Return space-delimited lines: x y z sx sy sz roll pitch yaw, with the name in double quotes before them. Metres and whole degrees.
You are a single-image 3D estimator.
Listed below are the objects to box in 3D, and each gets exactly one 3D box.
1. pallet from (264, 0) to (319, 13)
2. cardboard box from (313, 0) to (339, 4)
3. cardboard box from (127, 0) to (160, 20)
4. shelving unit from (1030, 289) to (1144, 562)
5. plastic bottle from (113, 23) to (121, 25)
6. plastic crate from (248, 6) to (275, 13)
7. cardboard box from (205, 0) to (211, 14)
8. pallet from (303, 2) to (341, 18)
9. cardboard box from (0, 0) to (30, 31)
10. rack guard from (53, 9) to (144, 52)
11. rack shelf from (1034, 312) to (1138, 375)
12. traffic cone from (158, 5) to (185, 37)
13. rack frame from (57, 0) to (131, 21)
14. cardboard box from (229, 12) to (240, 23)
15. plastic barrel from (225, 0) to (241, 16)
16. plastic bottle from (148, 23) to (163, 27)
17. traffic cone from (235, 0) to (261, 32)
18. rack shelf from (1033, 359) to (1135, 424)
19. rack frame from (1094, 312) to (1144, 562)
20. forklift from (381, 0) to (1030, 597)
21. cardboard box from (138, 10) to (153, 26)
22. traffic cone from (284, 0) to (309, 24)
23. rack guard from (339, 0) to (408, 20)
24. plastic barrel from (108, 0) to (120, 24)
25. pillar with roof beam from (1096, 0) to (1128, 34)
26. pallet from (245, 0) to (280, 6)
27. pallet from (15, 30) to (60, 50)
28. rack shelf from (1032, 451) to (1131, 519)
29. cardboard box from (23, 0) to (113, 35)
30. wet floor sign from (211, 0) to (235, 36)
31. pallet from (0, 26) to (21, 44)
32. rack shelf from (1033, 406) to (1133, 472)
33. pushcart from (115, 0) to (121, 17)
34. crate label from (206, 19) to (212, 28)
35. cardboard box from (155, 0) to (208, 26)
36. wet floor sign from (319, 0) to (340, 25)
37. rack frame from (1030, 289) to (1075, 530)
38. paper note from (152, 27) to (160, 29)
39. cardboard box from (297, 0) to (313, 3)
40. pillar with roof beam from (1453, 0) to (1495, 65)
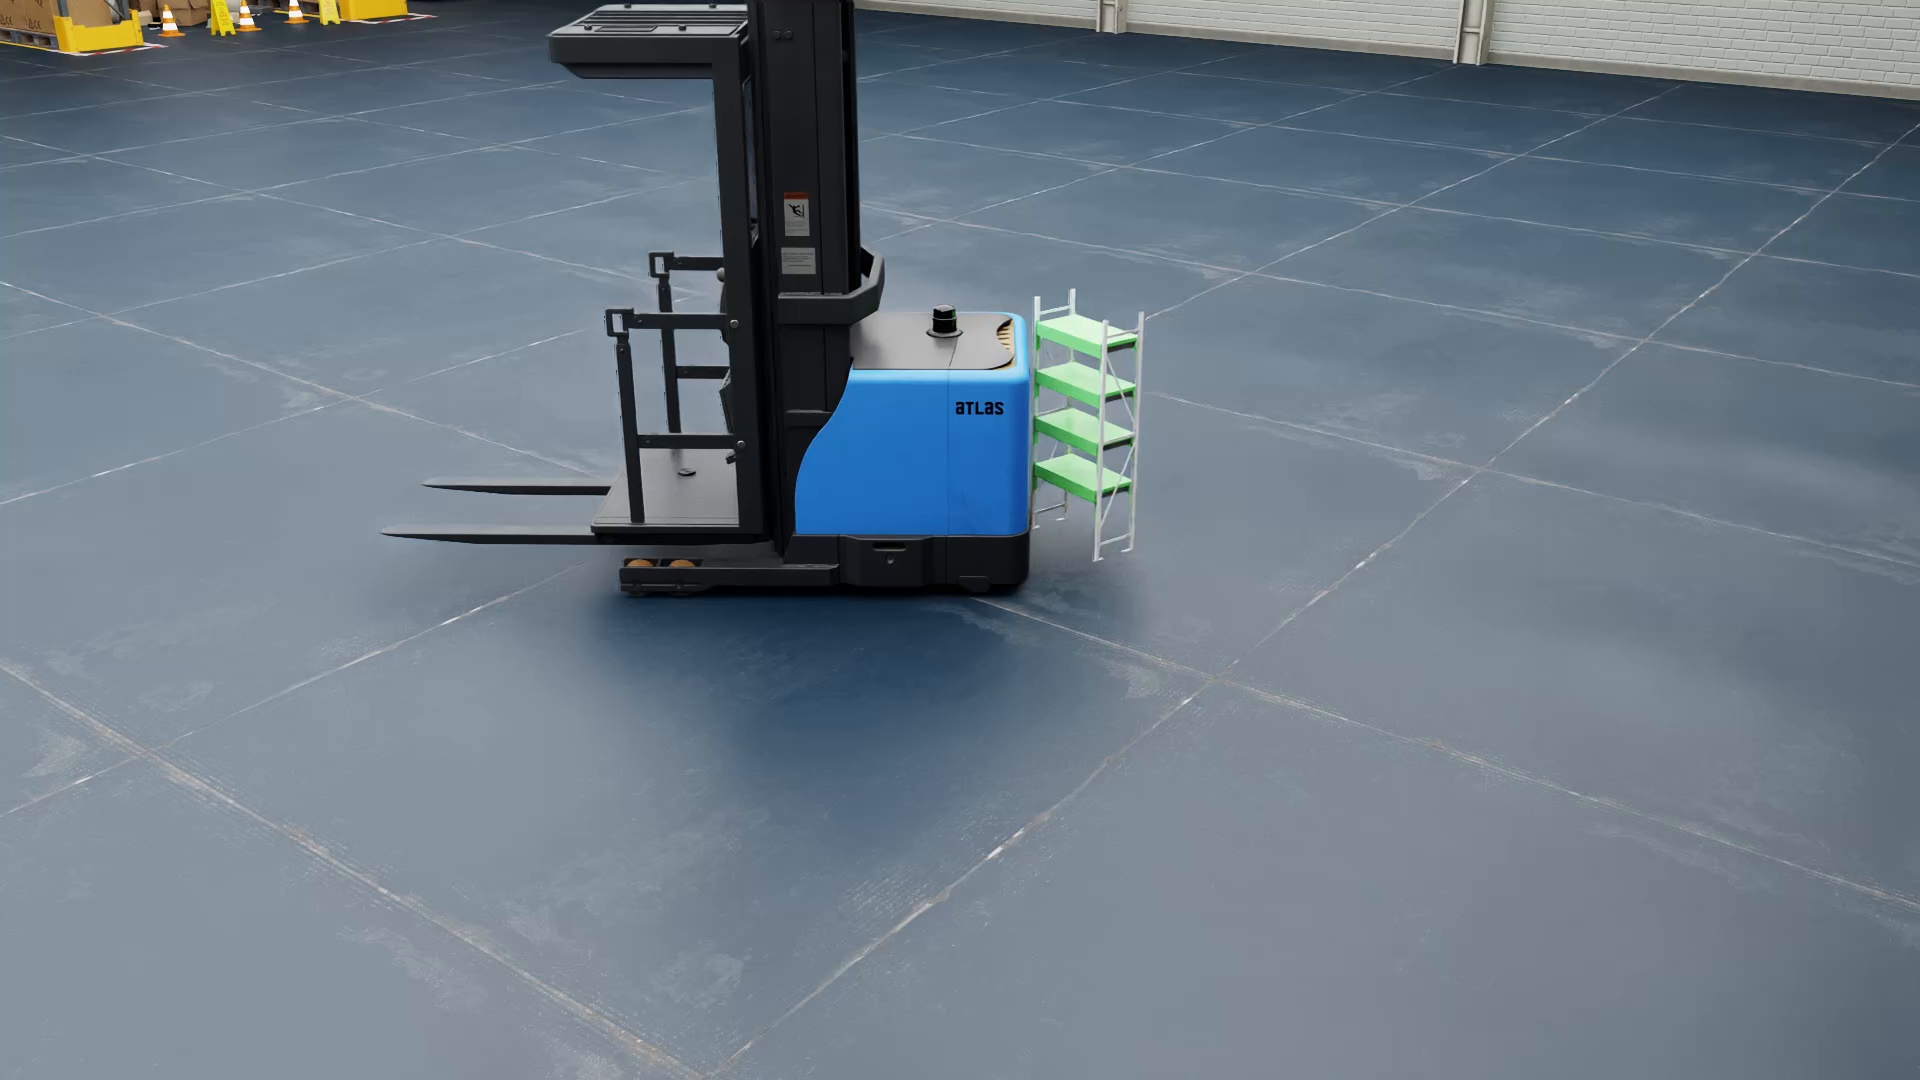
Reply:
"pallet" -11.766 -9.695 29.993 1.213 0.211 1.003 17 29 33
"cardboard box" -10.932 -9.498 28.977 0.500 0.250 0.500 17 29 33
"cardboard box" -13.782 -9.201 28.341 0.503 0.637 0.797 17 29 33
"shelving unit" 0.601 -0.552 8.014 0.258 1.200 0.503 -17 29 -33
"plastic bottle" -13.899 -8.475 27.409 0.133 0.061 0.283 7 25 15
"plastic crate" -12.541 -9.437 29.569 0.583 0.080 0.402 7 25 15
"cardboard box" -13.264 -9.577 29.362 0.500 0.500 0.500 -5 24 -12
"pallet" -10.794 -9.400 29.323 1.213 0.211 1.003 17 29 33
"cardboard box" -14.280 -8.403 25.716 0.875 0.875 0.875 16 29 32
"rack guard" -12.973 -7.679 25.058 0.348 0.500 1.175 17 29 33
"rack shelf" 0.601 -0.932 7.846 0.258 0.148 0.480 -17 29 -33
"traffic cone" -12.566 -8.254 26.410 0.334 0.463 0.336 17 29 33
"rack frame" -12.993 -8.829 24.567 0.127 3.000 1.000 17 29 33
"cardboard box" -12.364 -8.811 28.062 0.380 0.149 0.250 -10 26 -21
"plastic barrel" -12.665 -9.282 28.792 0.512 0.421 0.421 -5 24 -12
"plastic bottle" -13.344 -8.528 27.530 0.283 0.061 0.133 7 25 15
"traffic cone" -11.616 -8.537 27.051 0.334 0.463 0.336 17 29 33
"rack shelf" 0.601 -0.713 7.943 0.258 0.148 0.480 -17 29 -33
"rack frame" 0.747 -0.473 7.835 0.240 1.200 0.015 -17 29 -33
"forklift" -1.188 -1.293 7.549 3.031 2.935 1.130 0 24 1
"cardboard box" -13.713 -8.723 27.719 0.396 0.266 0.258 -21 31 -39
"traffic cone" -11.222 -8.977 28.050 0.334 0.463 0.336 17 29 33
"rack guard" -10.166 -9.325 28.793 0.348 0.500 1.175 17 29 33
"plastic barrel" -14.366 -8.838 27.783 0.512 0.421 0.421 -5 24 -12
"pillar with roof beam" -0.127 -10.966 21.978 0.400 9.000 9.100 17 29 33
"pallet" -12.747 -9.990 30.662 1.213 0.211 1.003 17 29 33
"pallet" -13.679 -7.721 25.511 1.213 0.211 1.003 17 29 33
"rack shelf" 0.601 -0.274 8.137 0.258 0.148 0.480 -17 29 -33
"cardboard box" -13.575 -8.191 25.235 0.875 0.875 0.875 17 29 34
"wet floor sign" -11.782 -8.383 26.476 0.232 0.644 0.267 12 26 24
"pallet" -14.651 -8.016 26.181 1.213 0.211 1.003 17 29 33
"rack shelf" 0.601 -0.493 8.040 0.258 0.148 0.480 -17 29 -33
"pushcart" -14.633 -9.470 29.274 0.936 0.377 1.648 7 25 15
"crate label" -12.282 -8.558 27.503 0.298 0.136 0.250 3 24 6
"cardboard box" -13.029 -8.916 27.861 0.637 0.503 0.797 -1 24 -3
"wet floor sign" -10.594 -8.982 27.834 0.267 0.644 0.232 -15 28 -30
"rack frame" 0.455 -0.631 8.193 0.240 1.200 0.015 -17 29 -33
"paper note" -13.196 -8.386 27.247 0.144 0.017 0.142 -15 28 -30
"cardboard box" -11.323 -9.620 29.254 0.500 0.250 0.500 17 29 33
"pillar with roof beam" 4.674 -9.515 18.685 0.400 9.000 9.100 17 29 33
